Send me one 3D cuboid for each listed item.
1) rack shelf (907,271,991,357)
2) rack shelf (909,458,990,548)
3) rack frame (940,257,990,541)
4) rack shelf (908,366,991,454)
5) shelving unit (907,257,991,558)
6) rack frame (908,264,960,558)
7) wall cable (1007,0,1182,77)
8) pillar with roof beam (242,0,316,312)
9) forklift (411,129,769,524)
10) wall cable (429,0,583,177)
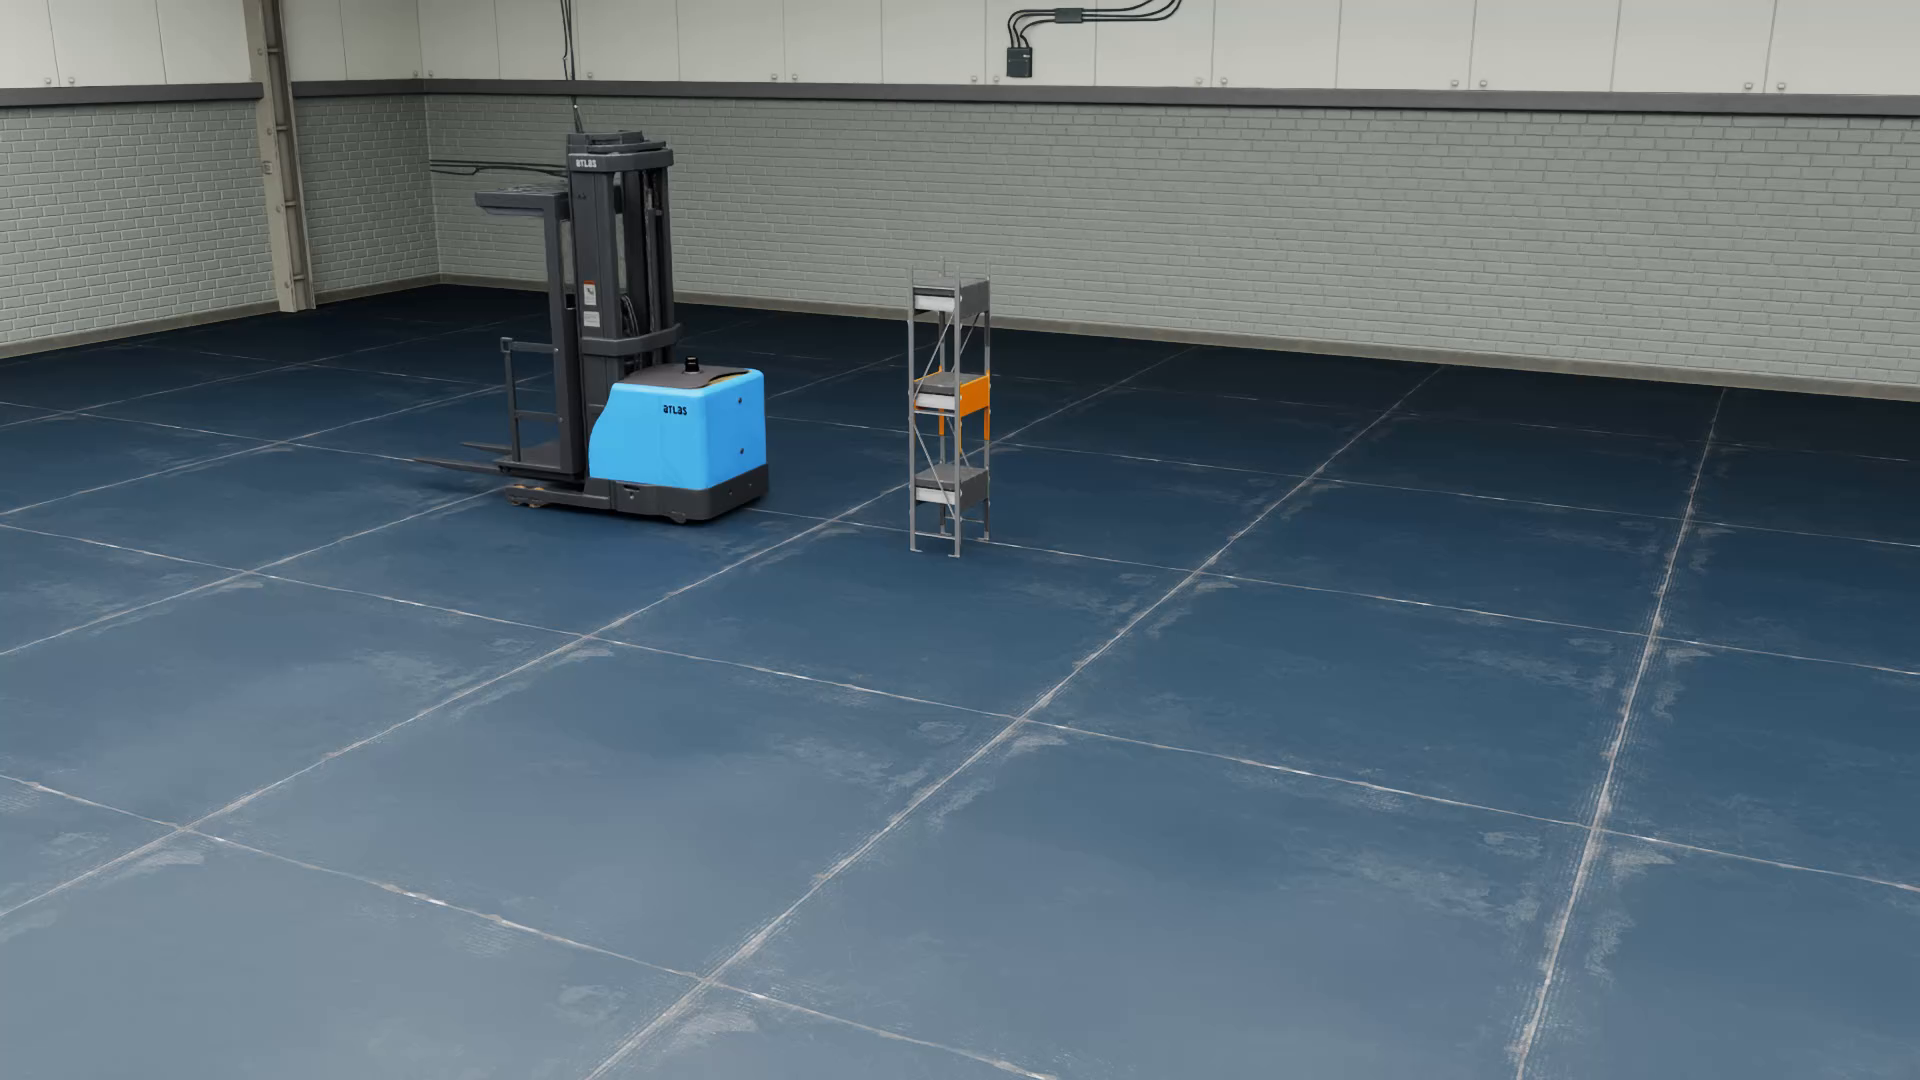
[{"bbox_3d":[-0.074,-1.622,11.888,0.431,0.518,0.480,8,18,25],"label":"rack shelf"},{"bbox_3d":[-0.074,-0.280,12.287,0.431,0.518,0.480,8,18,25],"label":"rack shelf"},{"bbox_3d":[0.035,-1.027,12.293,0.400,2.100,0.015,8,18,25],"label":"rack frame"},{"bbox_3d":[-0.074,-0.951,12.087,0.431,0.518,0.480,8,18,25],"label":"rack shelf"},{"bbox_3d":[-0.074,-0.964,12.083,0.431,2.100,0.503,8,18,25],"label":"shelving unit"},{"bbox_3d":[-0.183,-0.902,11.874,0.400,2.100,0.015,8,18,25],"label":"rack frame"},{"bbox_3d":[1.633,-8.566,19.586,2.305,6.003,0.169,8,18,25],"label":"wall cable"},{"bbox_3d":[-5.501,-7.018,20.347,9.100,9.000,0.400,8,18,25],"label":"pillar with roof beam"},{"bbox_3d":[-3.125,-1.790,13.404,3.031,2.935,1.130,7,18,23],"label":"forklift"},{"bbox_3d":[-6.853,-6.659,24.593,3.097,2.526,0.112,8,18,25],"label":"wall cable"}]
